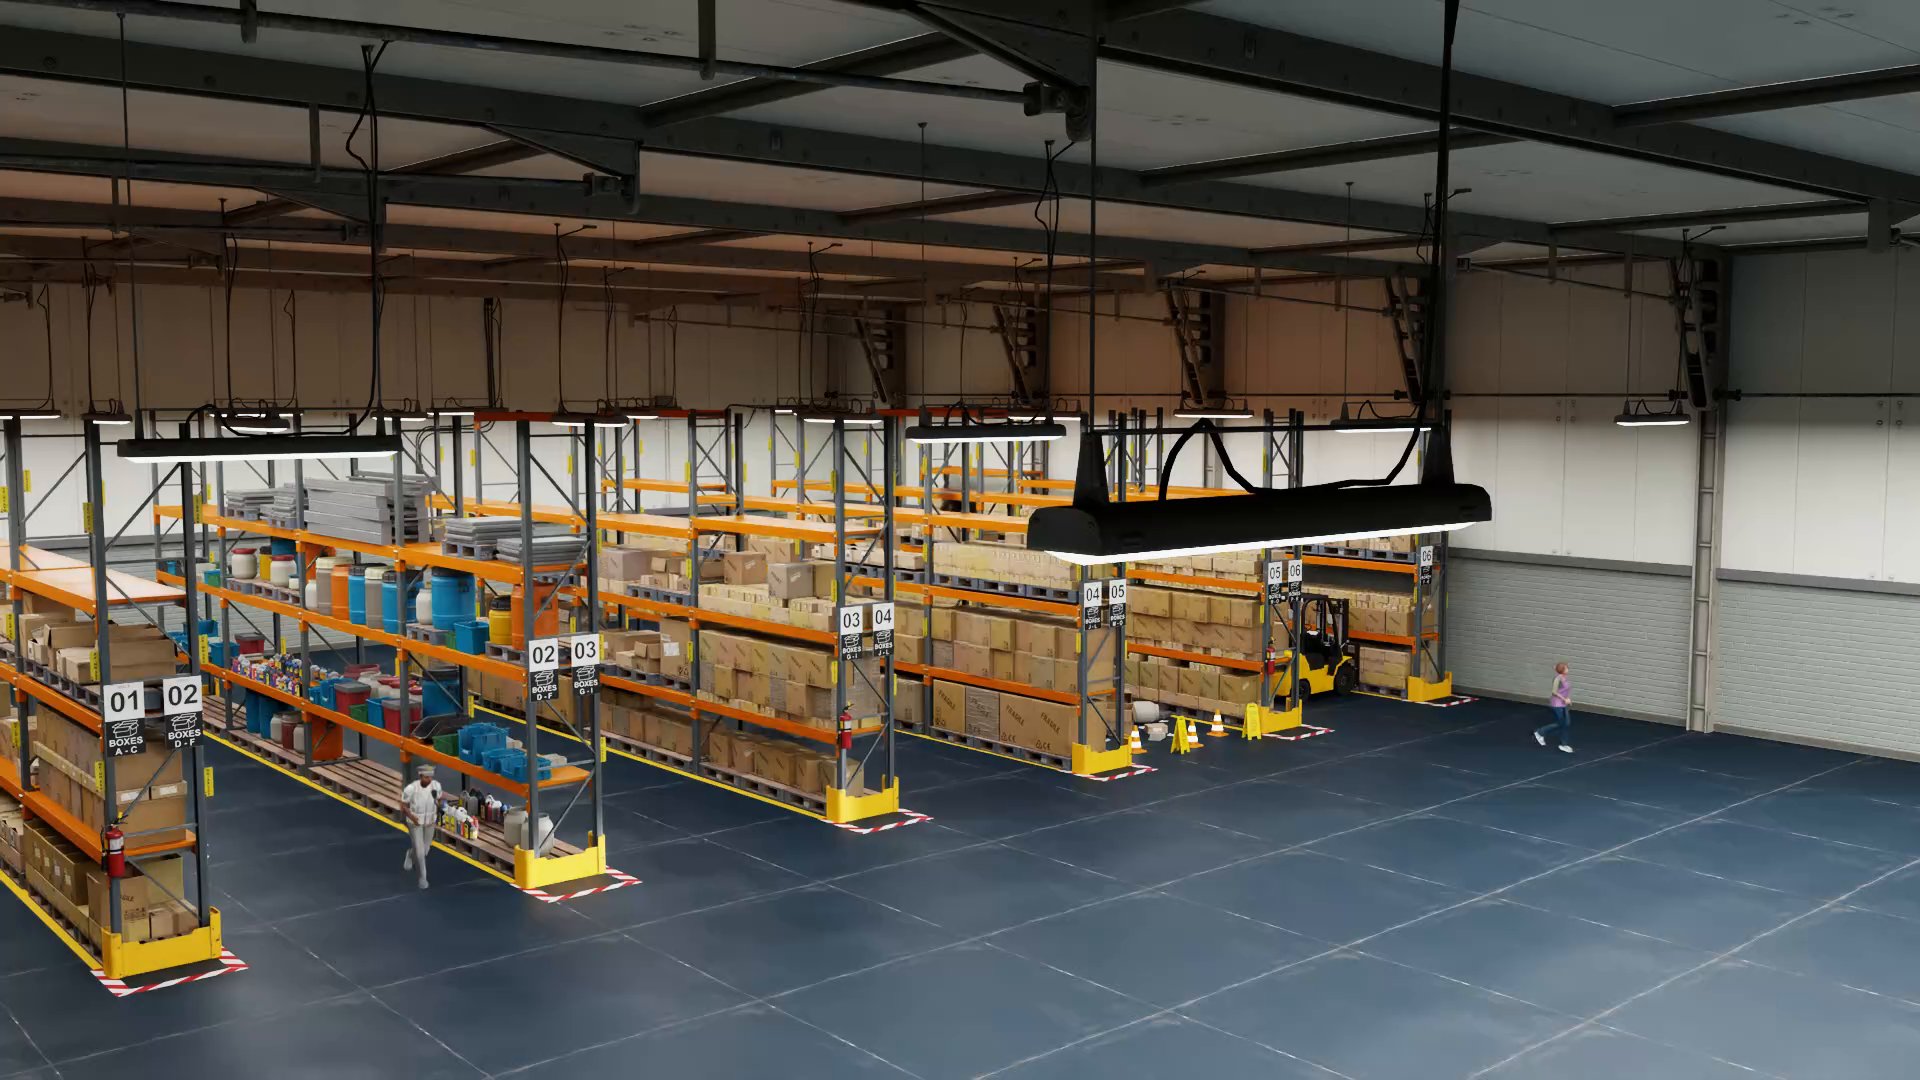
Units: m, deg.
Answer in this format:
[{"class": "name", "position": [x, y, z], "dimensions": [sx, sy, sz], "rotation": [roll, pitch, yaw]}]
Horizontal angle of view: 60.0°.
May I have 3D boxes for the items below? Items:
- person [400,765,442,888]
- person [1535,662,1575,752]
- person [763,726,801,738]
[{"class": "person", "position": [-6.999, 3.653, 21.540], "dimensions": [0.546, 1.614, 0.821], "rotation": [-4, 6, -37]}, {"class": "person", "position": [10.608, 2.958, 29.576], "dimensions": [0.684, 1.599, 0.566], "rotation": [3, 6, 34]}, {"class": "person", "position": [-3.350, 2.745, 30.819], "dimensions": [1.067, 1.778, 0.722], "rotation": [5, 7, 43]}]
